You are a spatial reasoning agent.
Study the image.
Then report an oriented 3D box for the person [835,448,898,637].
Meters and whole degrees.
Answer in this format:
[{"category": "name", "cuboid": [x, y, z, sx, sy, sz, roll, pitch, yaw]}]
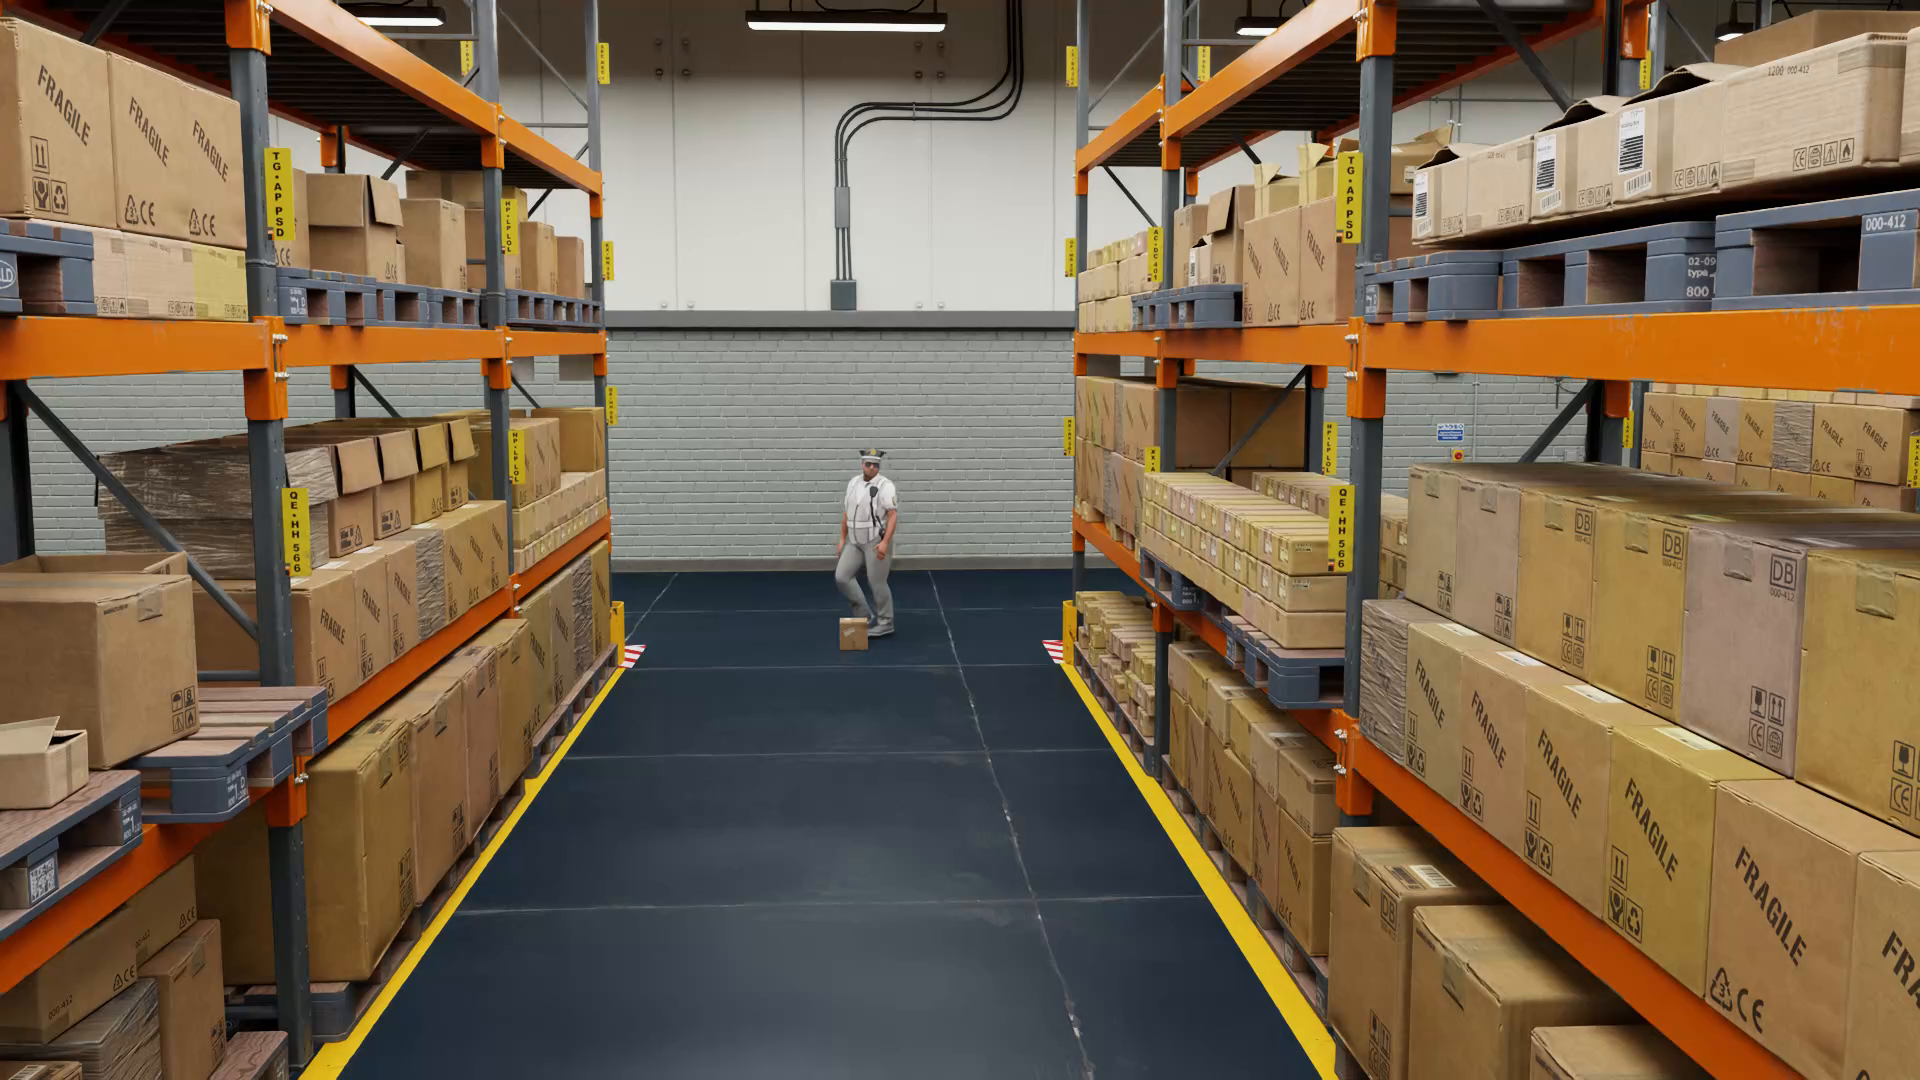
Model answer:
[{"category": "person", "cuboid": [-0.870, 0.043, 15.451, 0.651, 1.805, 0.448, 7, 10, 44]}]
